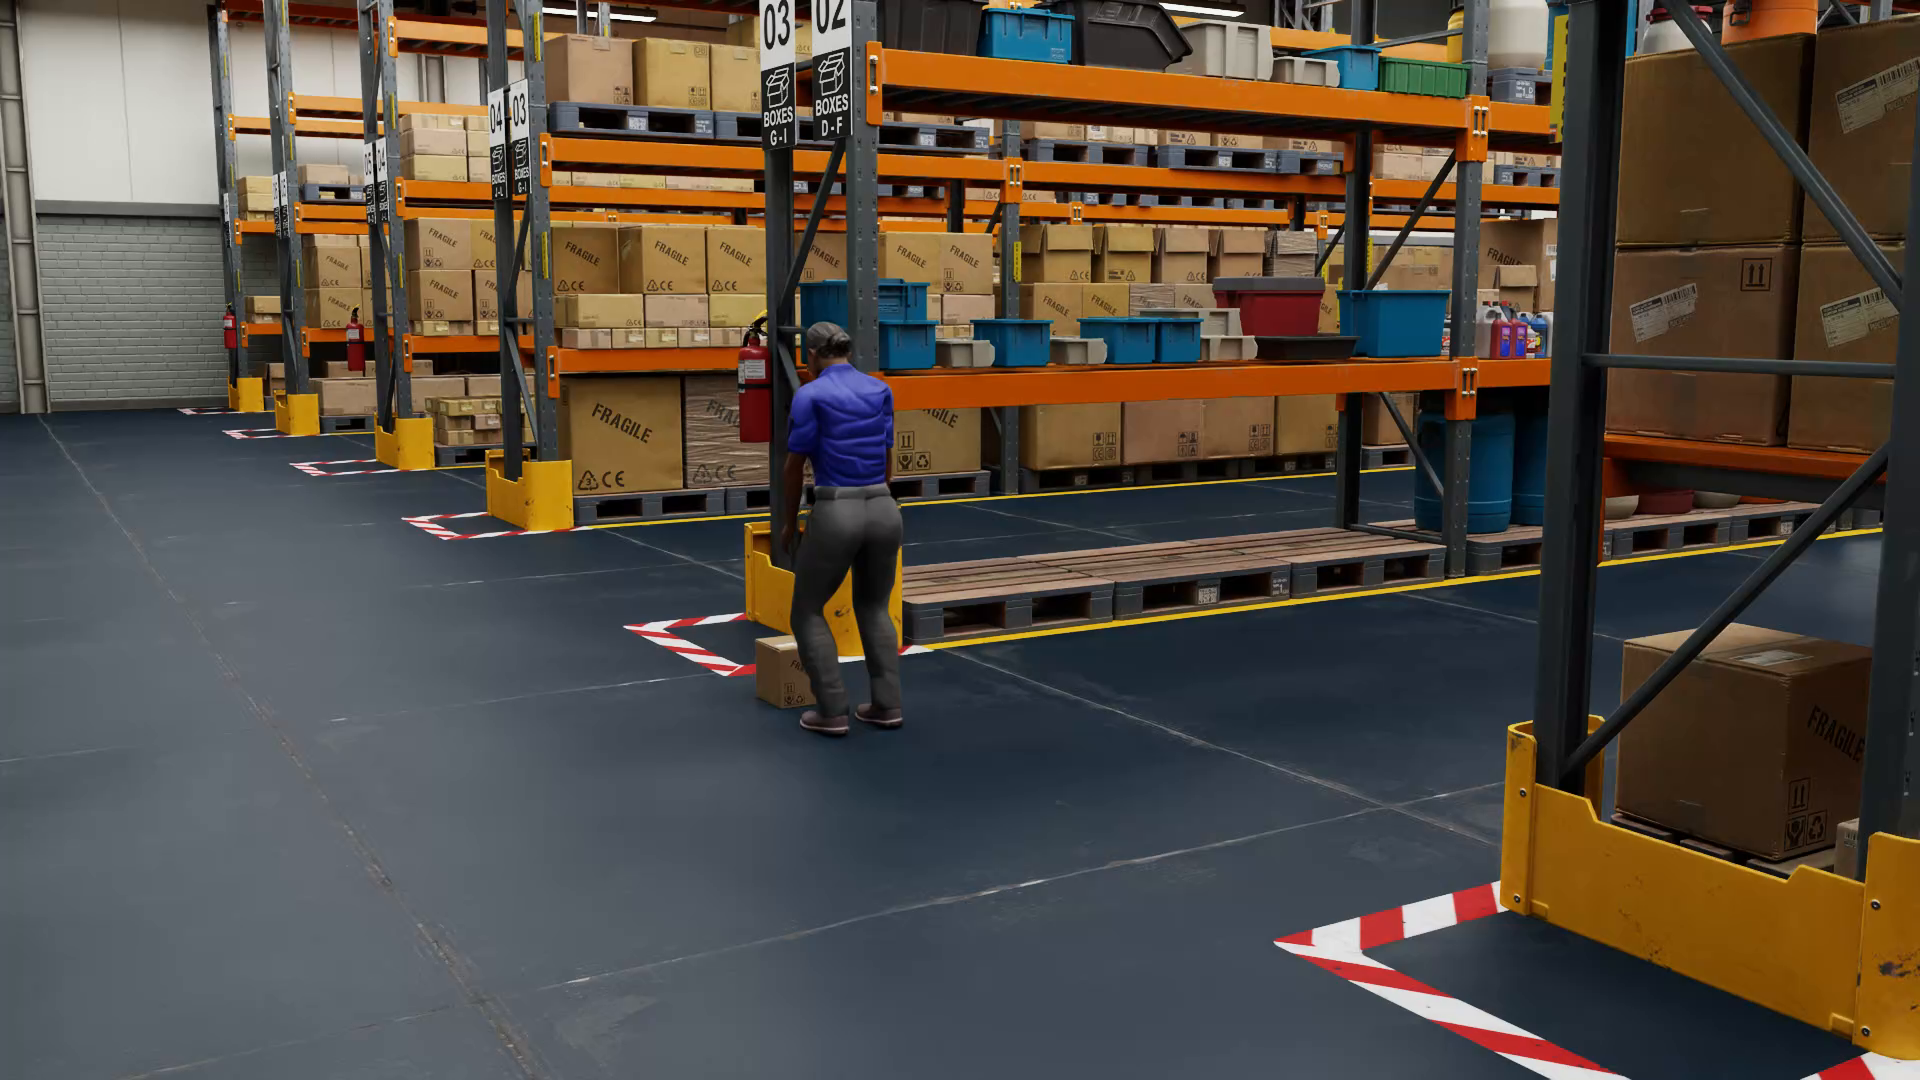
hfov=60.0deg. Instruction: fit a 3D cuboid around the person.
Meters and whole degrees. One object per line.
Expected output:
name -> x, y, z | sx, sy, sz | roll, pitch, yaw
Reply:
person -> -0.461, -0.044, 6.441 | 0.465, 1.588, 0.411 | -5, 9, -29
